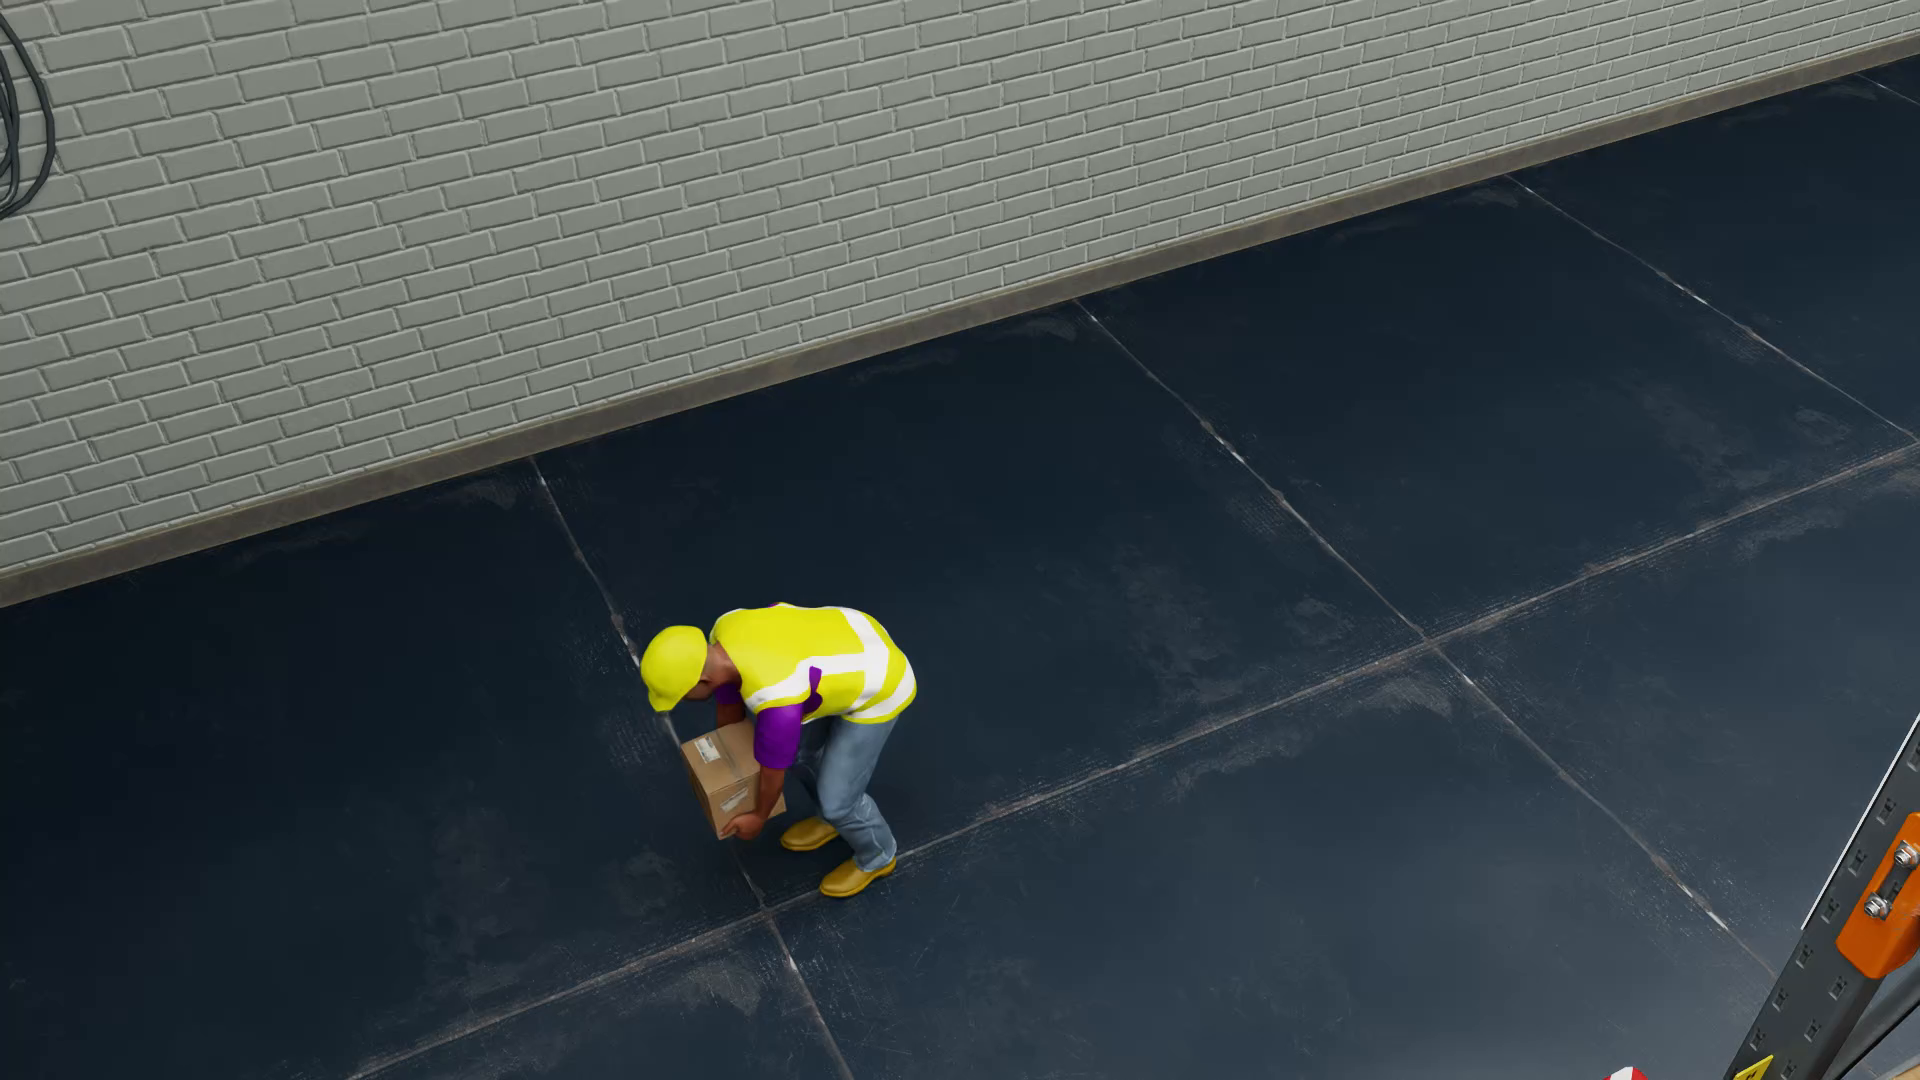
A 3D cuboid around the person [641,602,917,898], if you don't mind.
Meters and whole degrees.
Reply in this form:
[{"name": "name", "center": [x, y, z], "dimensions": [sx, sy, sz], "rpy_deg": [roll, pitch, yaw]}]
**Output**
[{"name": "person", "center": [-0.584, 0.699, 5.632], "dimensions": [0.898, 1.376, 0.490], "rpy_deg": [-20, 45, -22]}]
